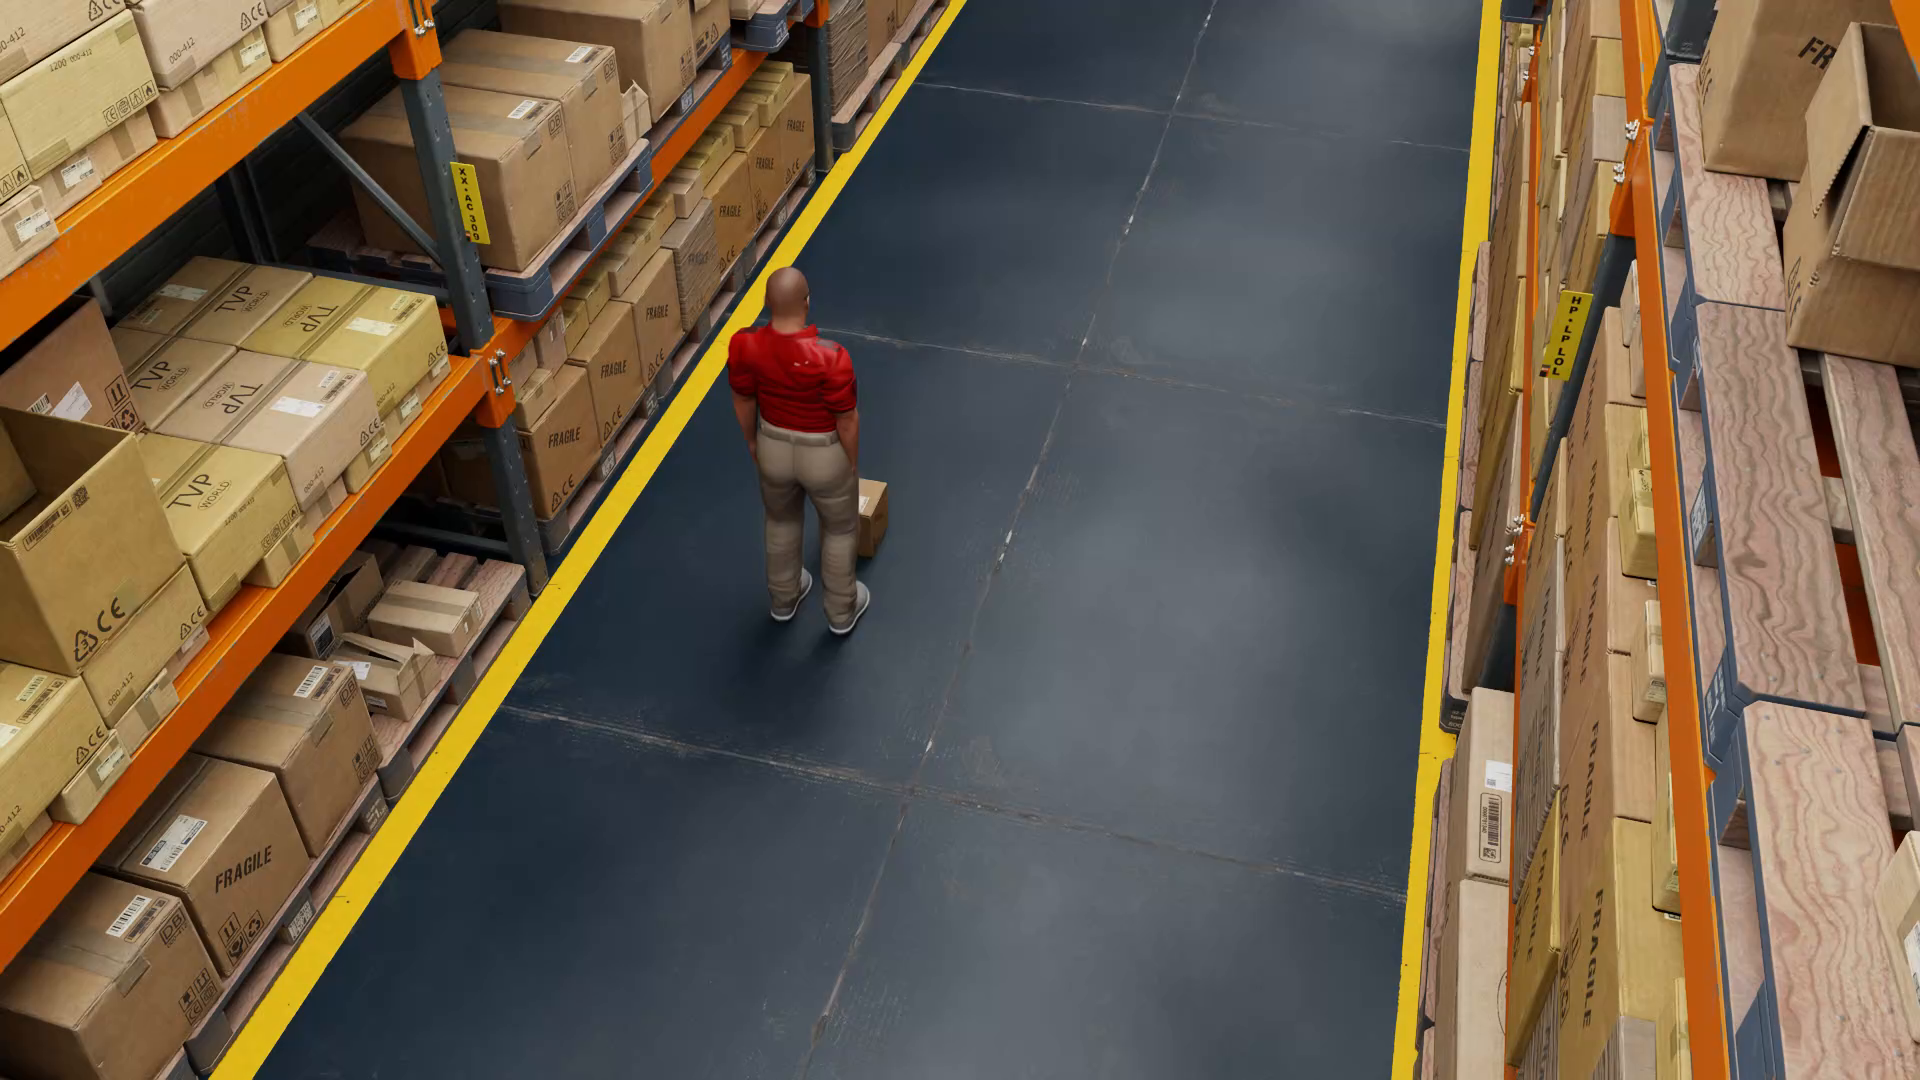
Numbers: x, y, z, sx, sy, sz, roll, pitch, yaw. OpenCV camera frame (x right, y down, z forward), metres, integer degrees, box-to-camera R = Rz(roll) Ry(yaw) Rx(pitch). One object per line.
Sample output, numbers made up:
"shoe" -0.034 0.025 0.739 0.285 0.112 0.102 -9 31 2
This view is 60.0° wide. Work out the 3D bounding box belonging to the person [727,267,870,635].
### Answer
"person" -0.638 -0.366 6.770 0.528 1.721 0.360 11 42 12
